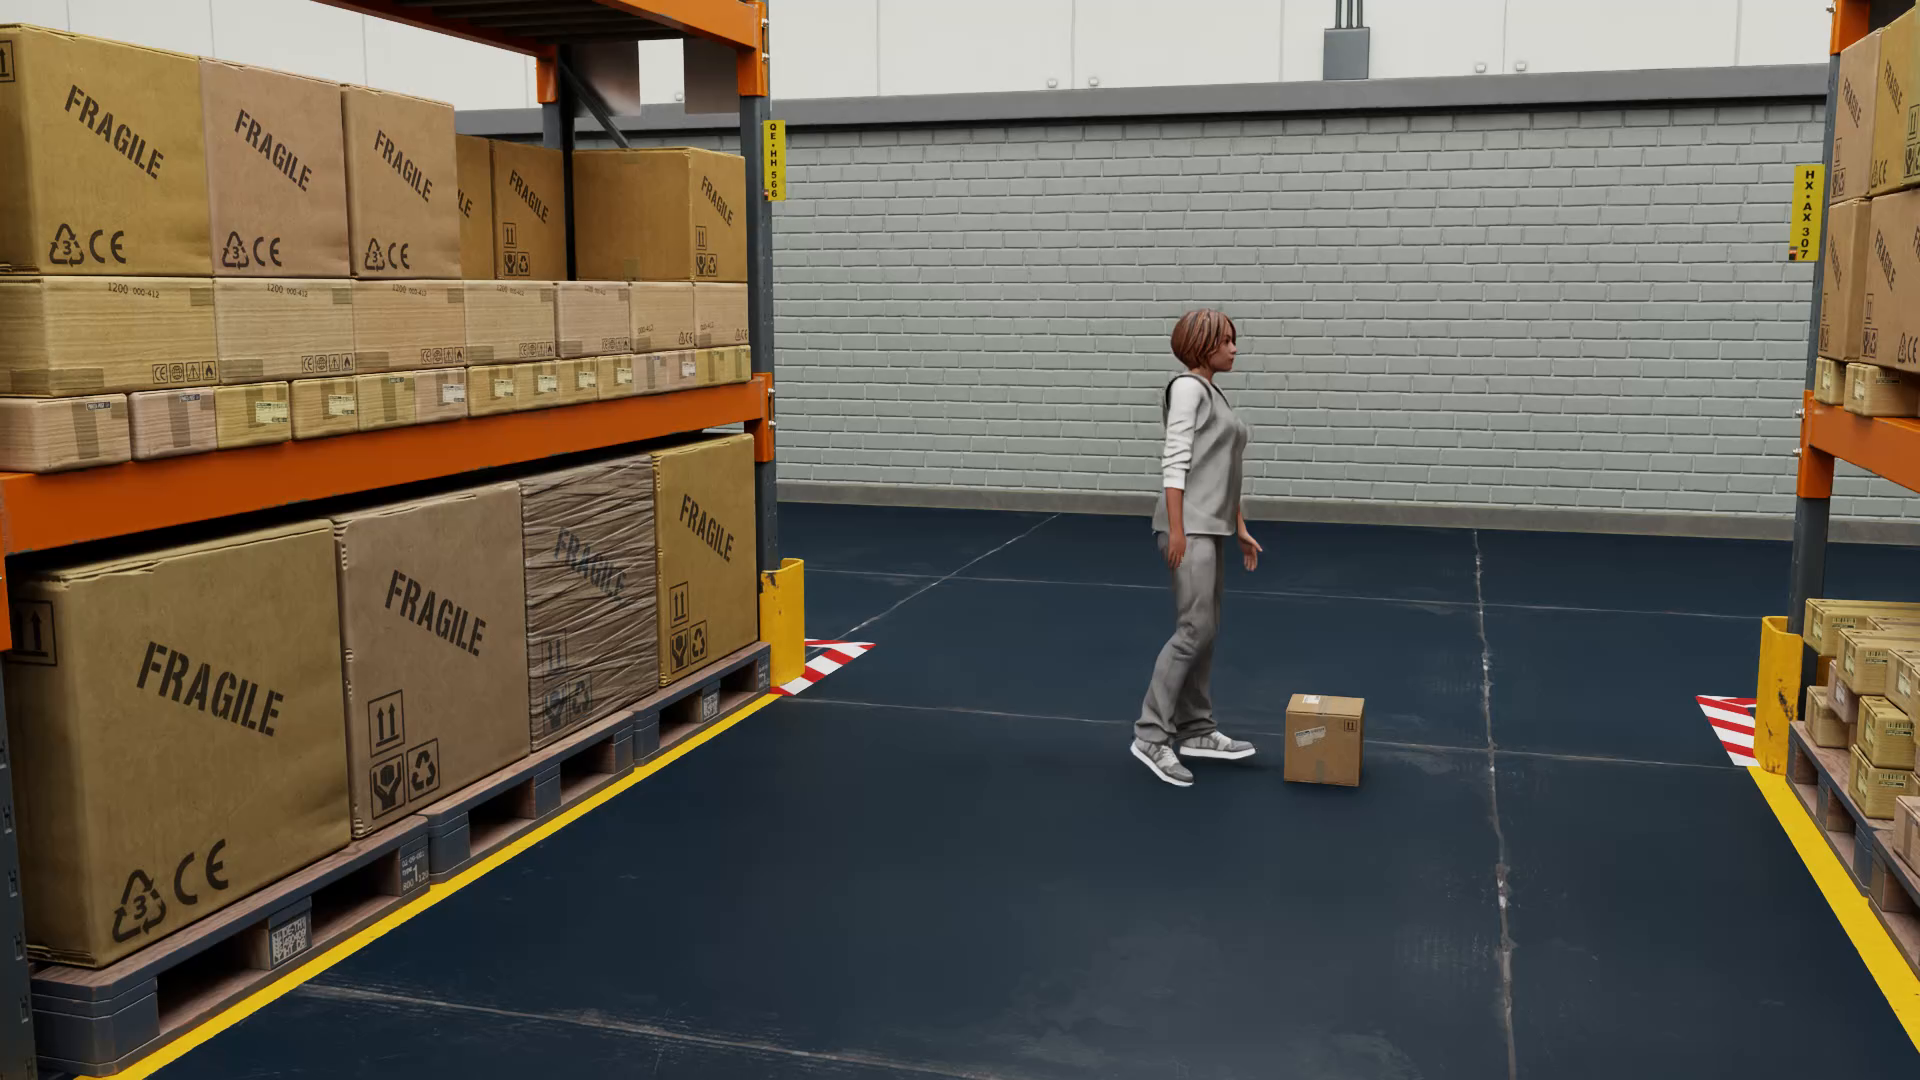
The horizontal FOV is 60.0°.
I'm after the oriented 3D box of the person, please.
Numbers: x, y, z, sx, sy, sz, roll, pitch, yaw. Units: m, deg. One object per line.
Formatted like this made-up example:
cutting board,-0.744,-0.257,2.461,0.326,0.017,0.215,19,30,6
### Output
person,0.838,0.121,5.804,0.405,1.384,0.523,2,9,16
